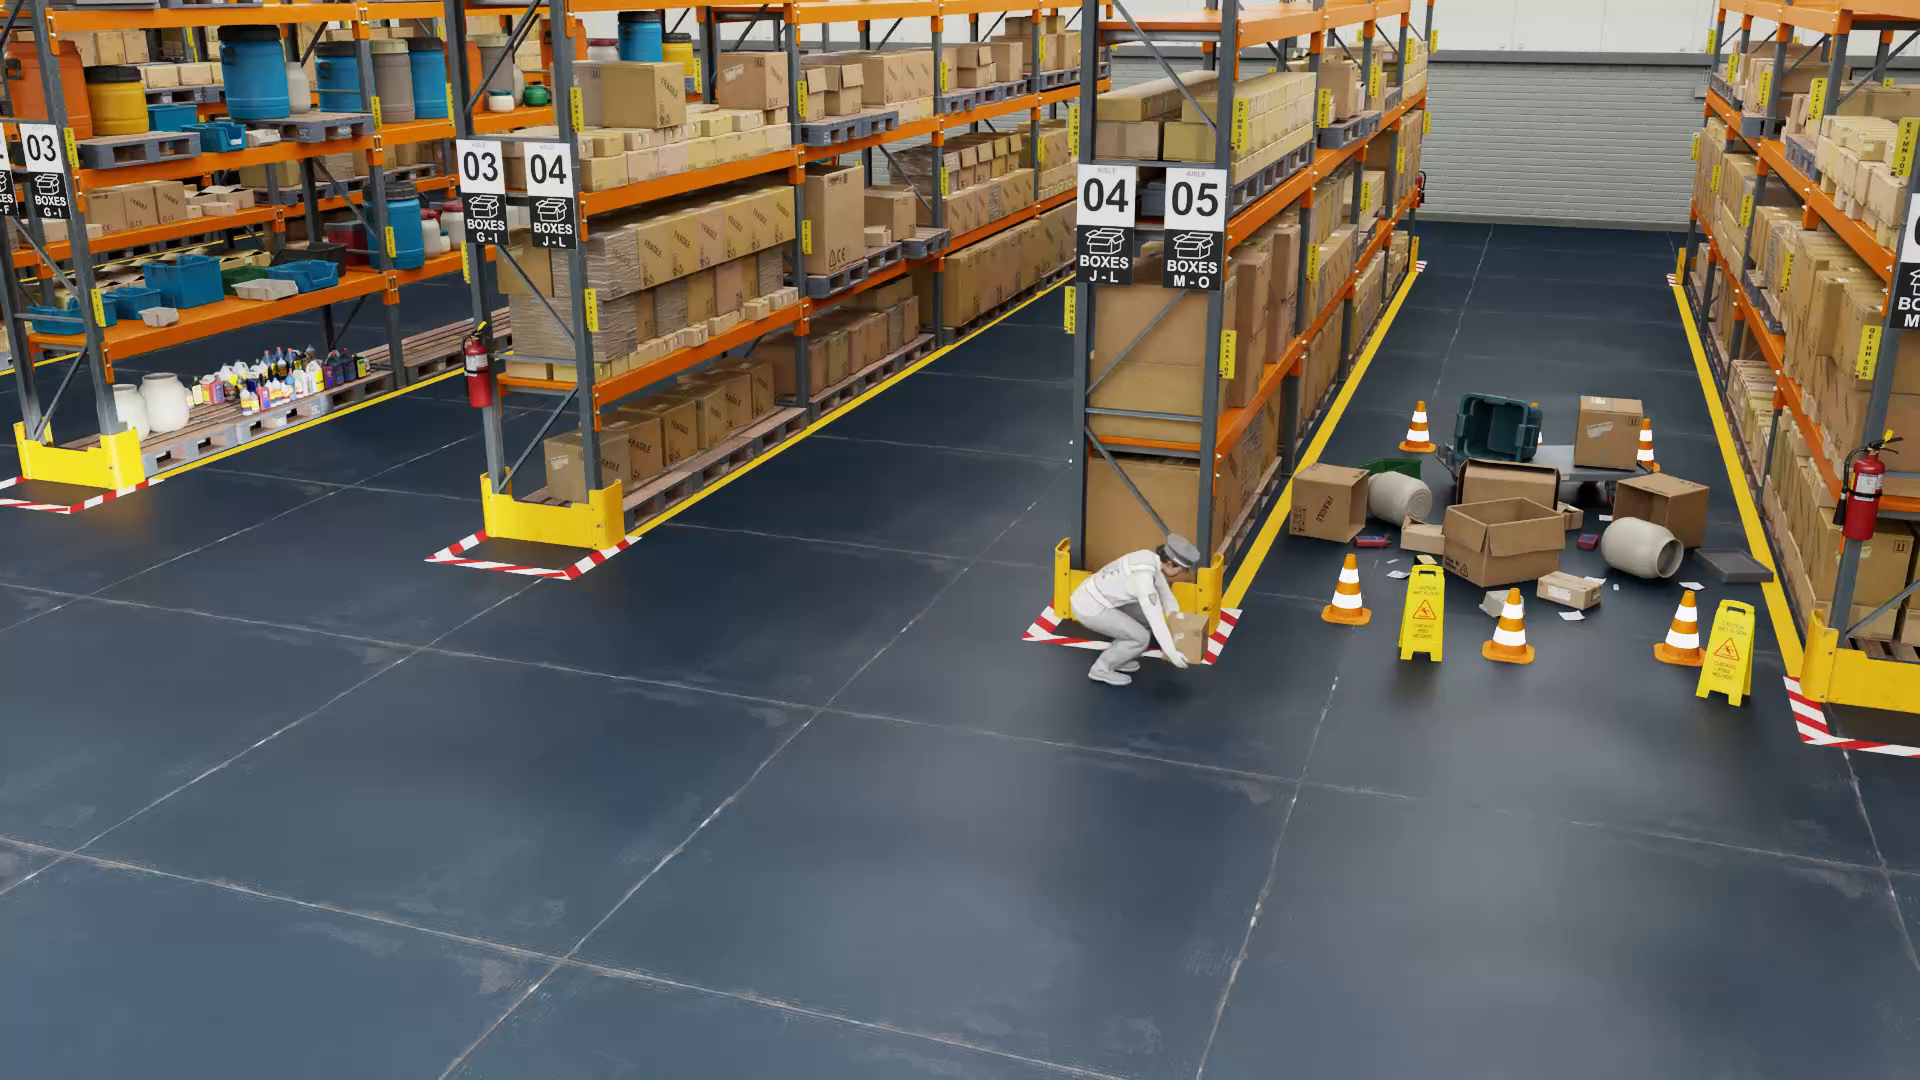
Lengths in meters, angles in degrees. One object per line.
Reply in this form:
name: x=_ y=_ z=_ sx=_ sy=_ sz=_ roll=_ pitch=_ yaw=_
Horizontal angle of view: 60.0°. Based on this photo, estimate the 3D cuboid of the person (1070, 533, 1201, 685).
person: x=1.140 y=0.429 z=10.853 sx=0.819 sy=0.994 sz=0.492 roll=6 pitch=20 yaw=18
